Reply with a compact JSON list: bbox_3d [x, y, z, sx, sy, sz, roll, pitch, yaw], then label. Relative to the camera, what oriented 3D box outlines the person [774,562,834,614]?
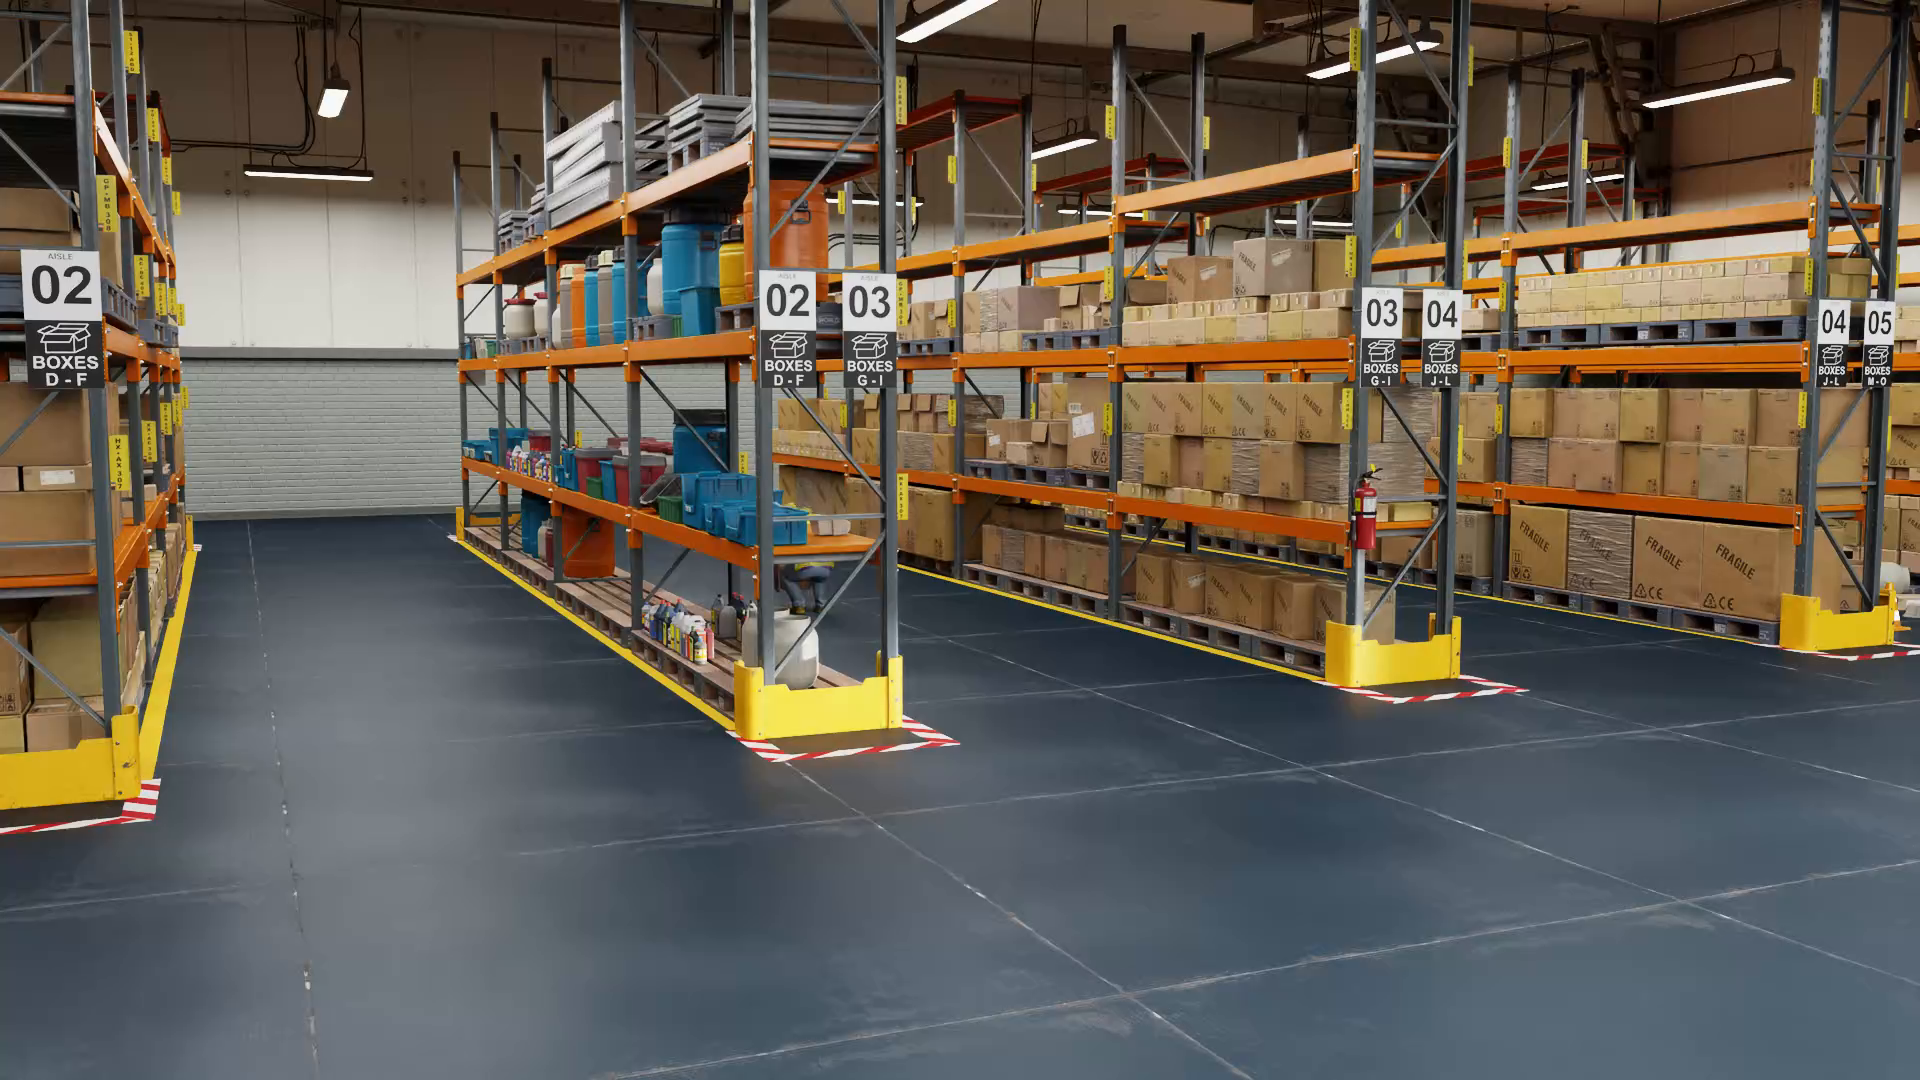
[{"bbox_3d":[-1.712,0.258,17.875,0.583,1.027,0.895,-2,6,-24],"label":"person"}]
